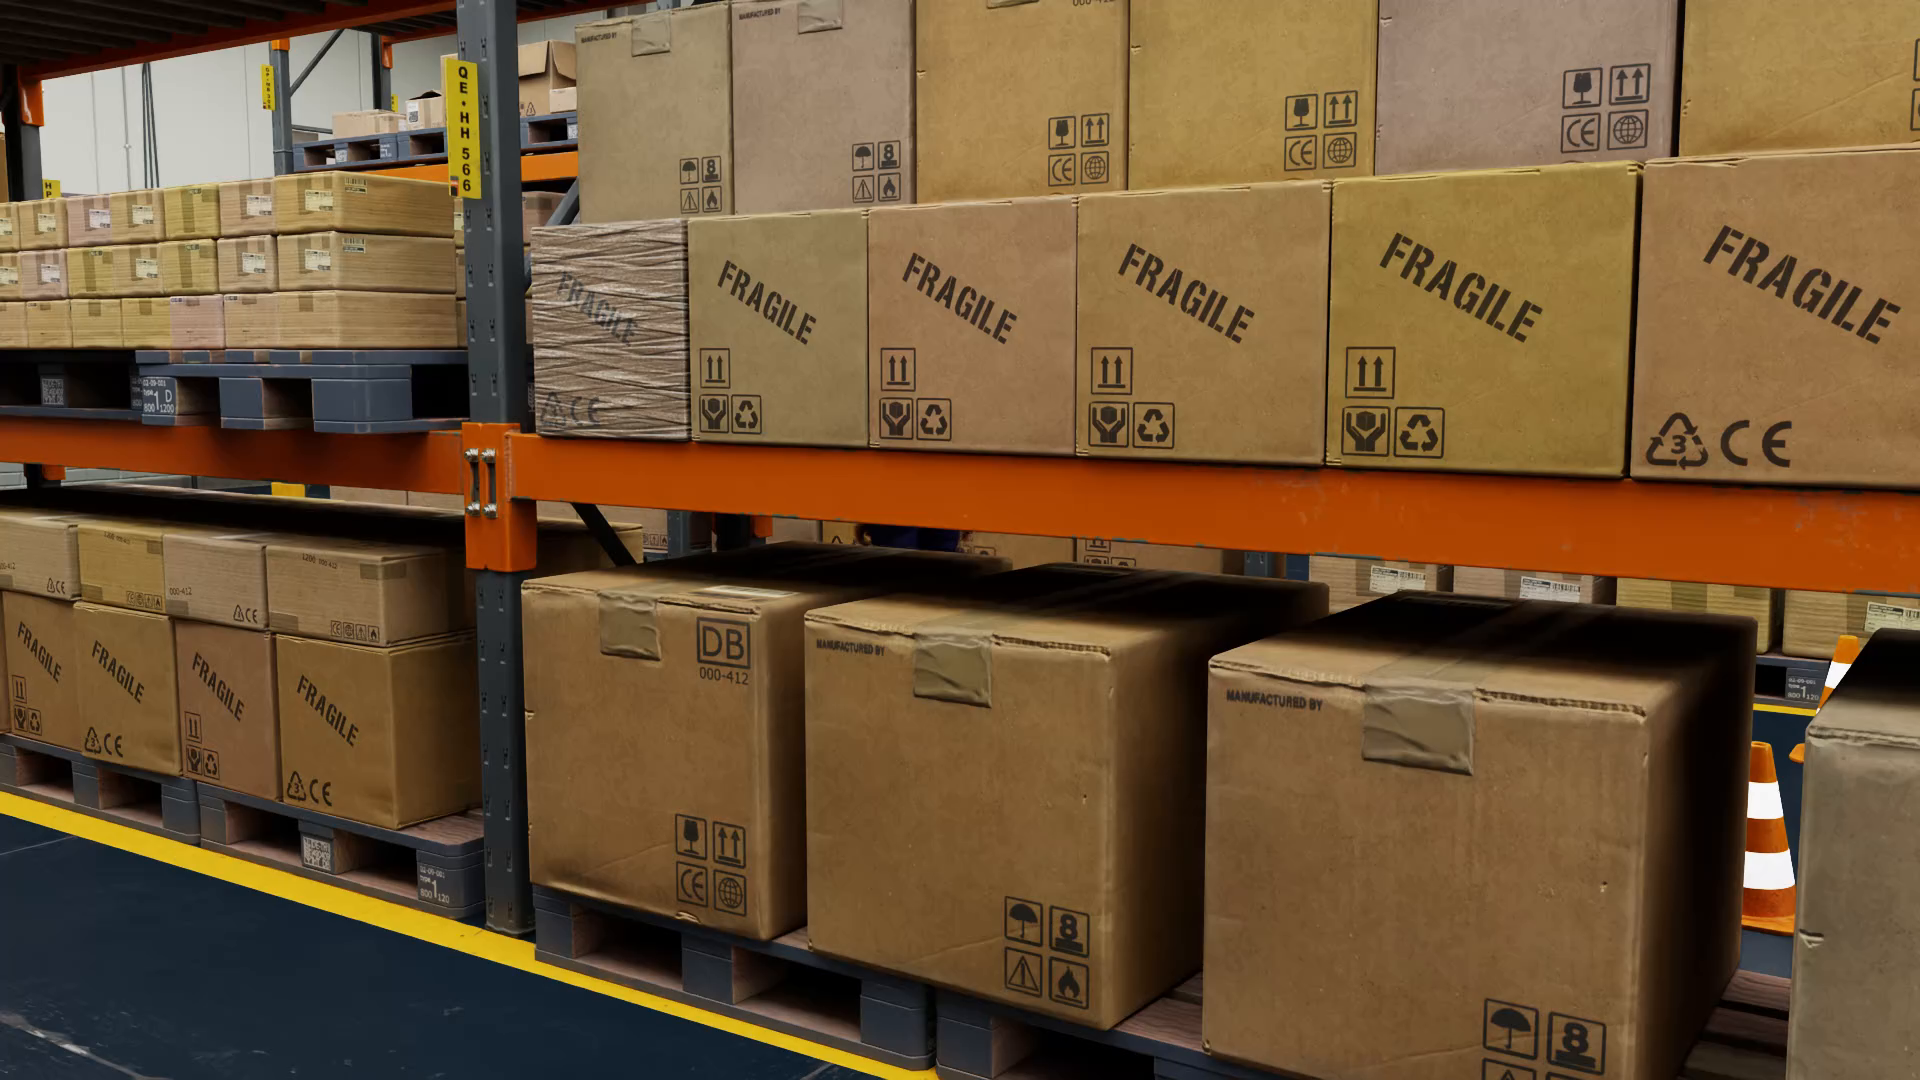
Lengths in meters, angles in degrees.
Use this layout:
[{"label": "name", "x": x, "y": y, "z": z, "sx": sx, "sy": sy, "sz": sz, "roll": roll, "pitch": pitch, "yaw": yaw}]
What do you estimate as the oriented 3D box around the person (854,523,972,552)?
[{"label": "person", "x": -0.213, "y": -0.115, "z": 6.982, "sx": 0.526, "sy": 1.634, "sz": 0.478, "roll": -2, "pitch": 7, "yaw": -18}]
